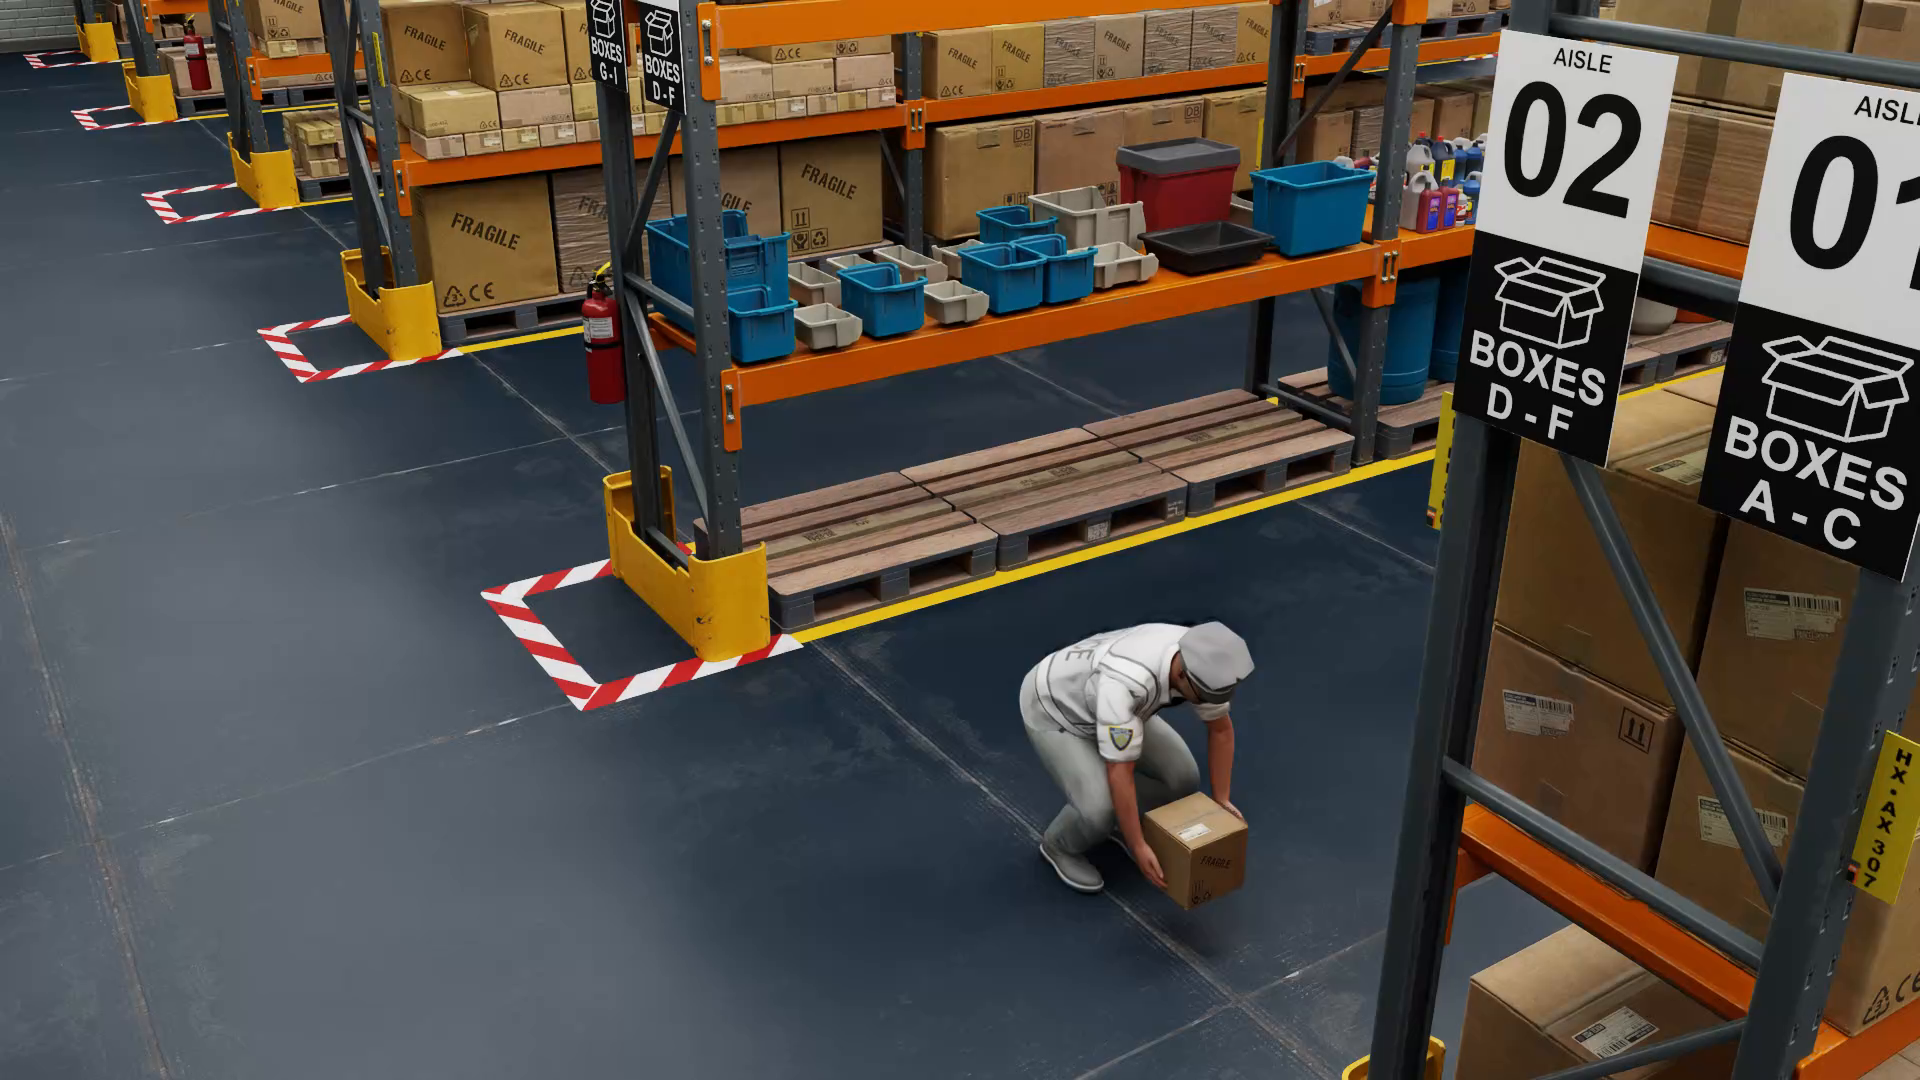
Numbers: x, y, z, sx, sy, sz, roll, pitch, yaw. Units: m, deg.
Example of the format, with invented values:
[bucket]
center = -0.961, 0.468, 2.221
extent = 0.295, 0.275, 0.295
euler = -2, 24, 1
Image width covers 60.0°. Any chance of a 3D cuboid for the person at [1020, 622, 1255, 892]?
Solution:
[person]
center = 0.619, 0.703, 5.842
extent = 0.575, 1.121, 0.912
euler = -15, 29, -30
